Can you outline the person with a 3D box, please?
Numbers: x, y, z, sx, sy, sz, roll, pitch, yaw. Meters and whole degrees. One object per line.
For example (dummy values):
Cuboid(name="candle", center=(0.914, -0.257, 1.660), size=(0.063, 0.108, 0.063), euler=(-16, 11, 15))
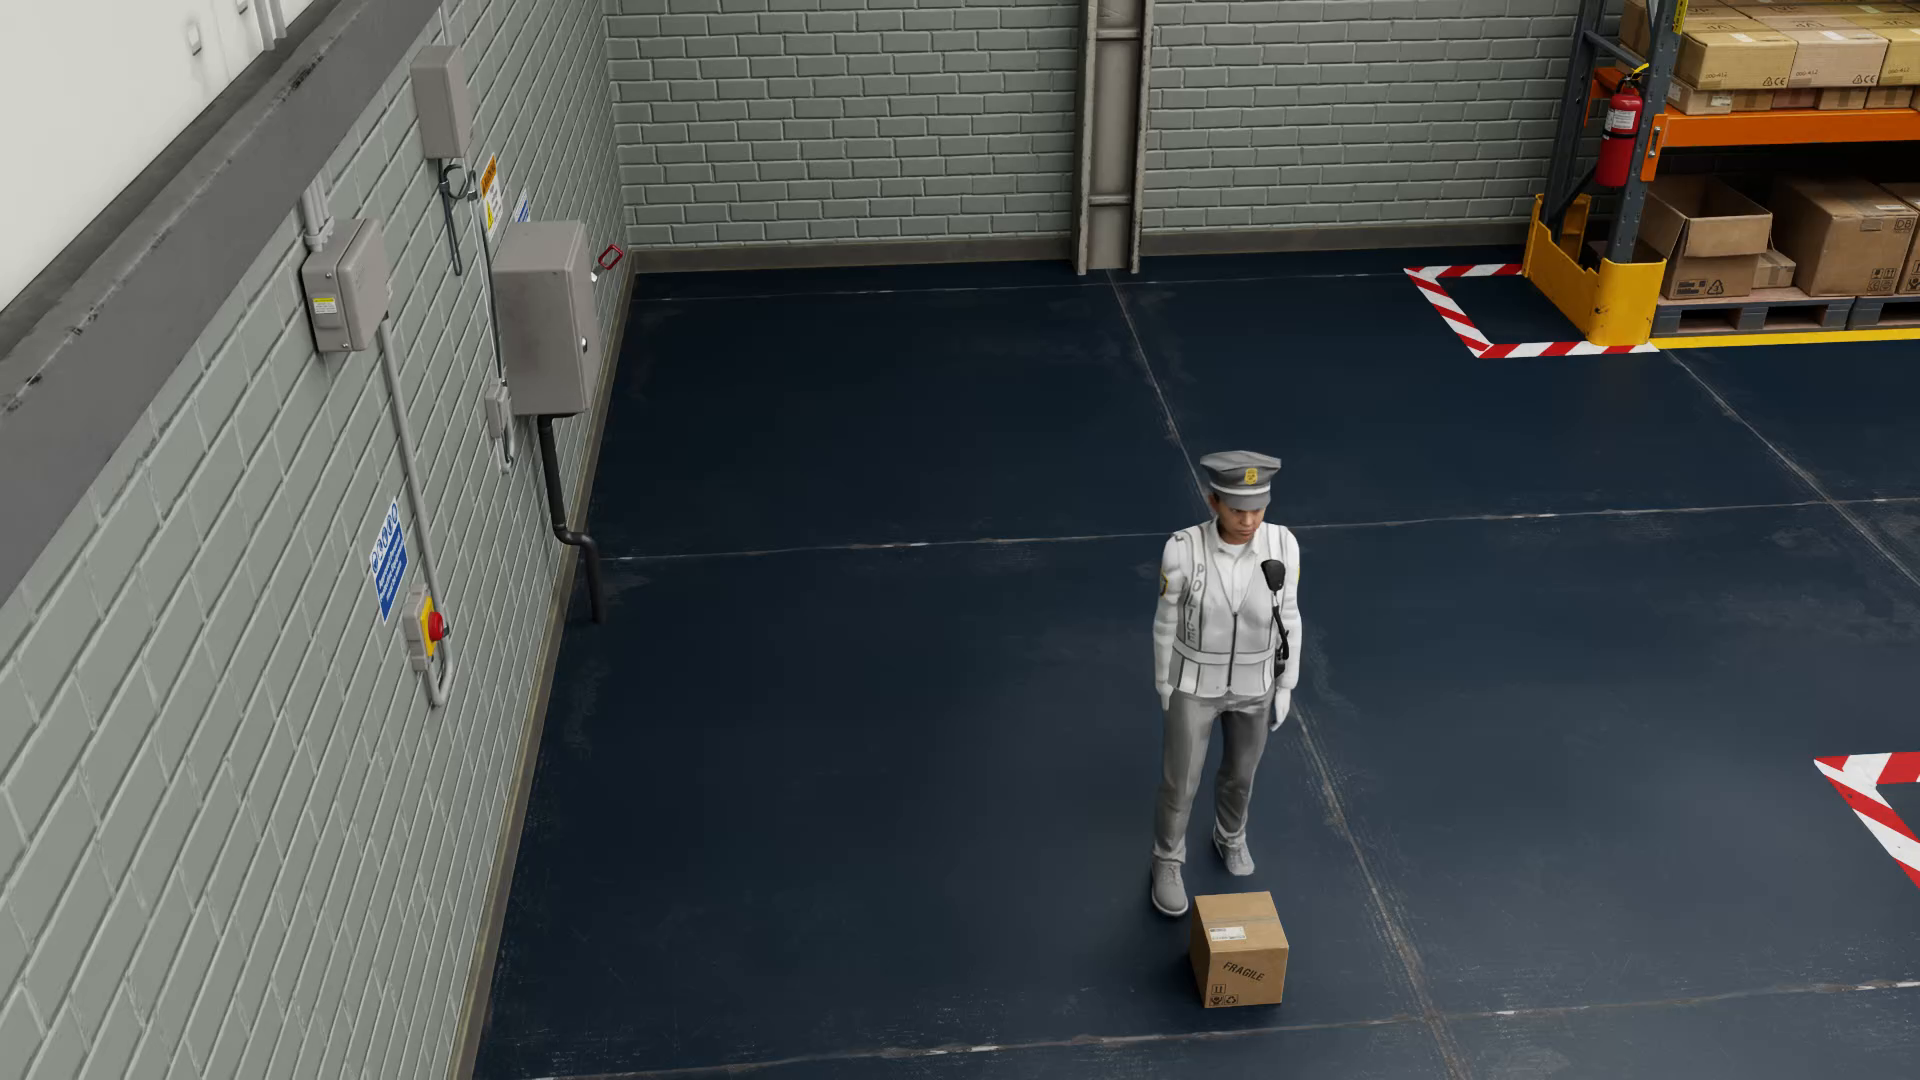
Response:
Cuboid(name="person", center=(0.848, 0.496, 5.389), size=(0.473, 1.719, 0.405), euler=(-2, 31, -3))
